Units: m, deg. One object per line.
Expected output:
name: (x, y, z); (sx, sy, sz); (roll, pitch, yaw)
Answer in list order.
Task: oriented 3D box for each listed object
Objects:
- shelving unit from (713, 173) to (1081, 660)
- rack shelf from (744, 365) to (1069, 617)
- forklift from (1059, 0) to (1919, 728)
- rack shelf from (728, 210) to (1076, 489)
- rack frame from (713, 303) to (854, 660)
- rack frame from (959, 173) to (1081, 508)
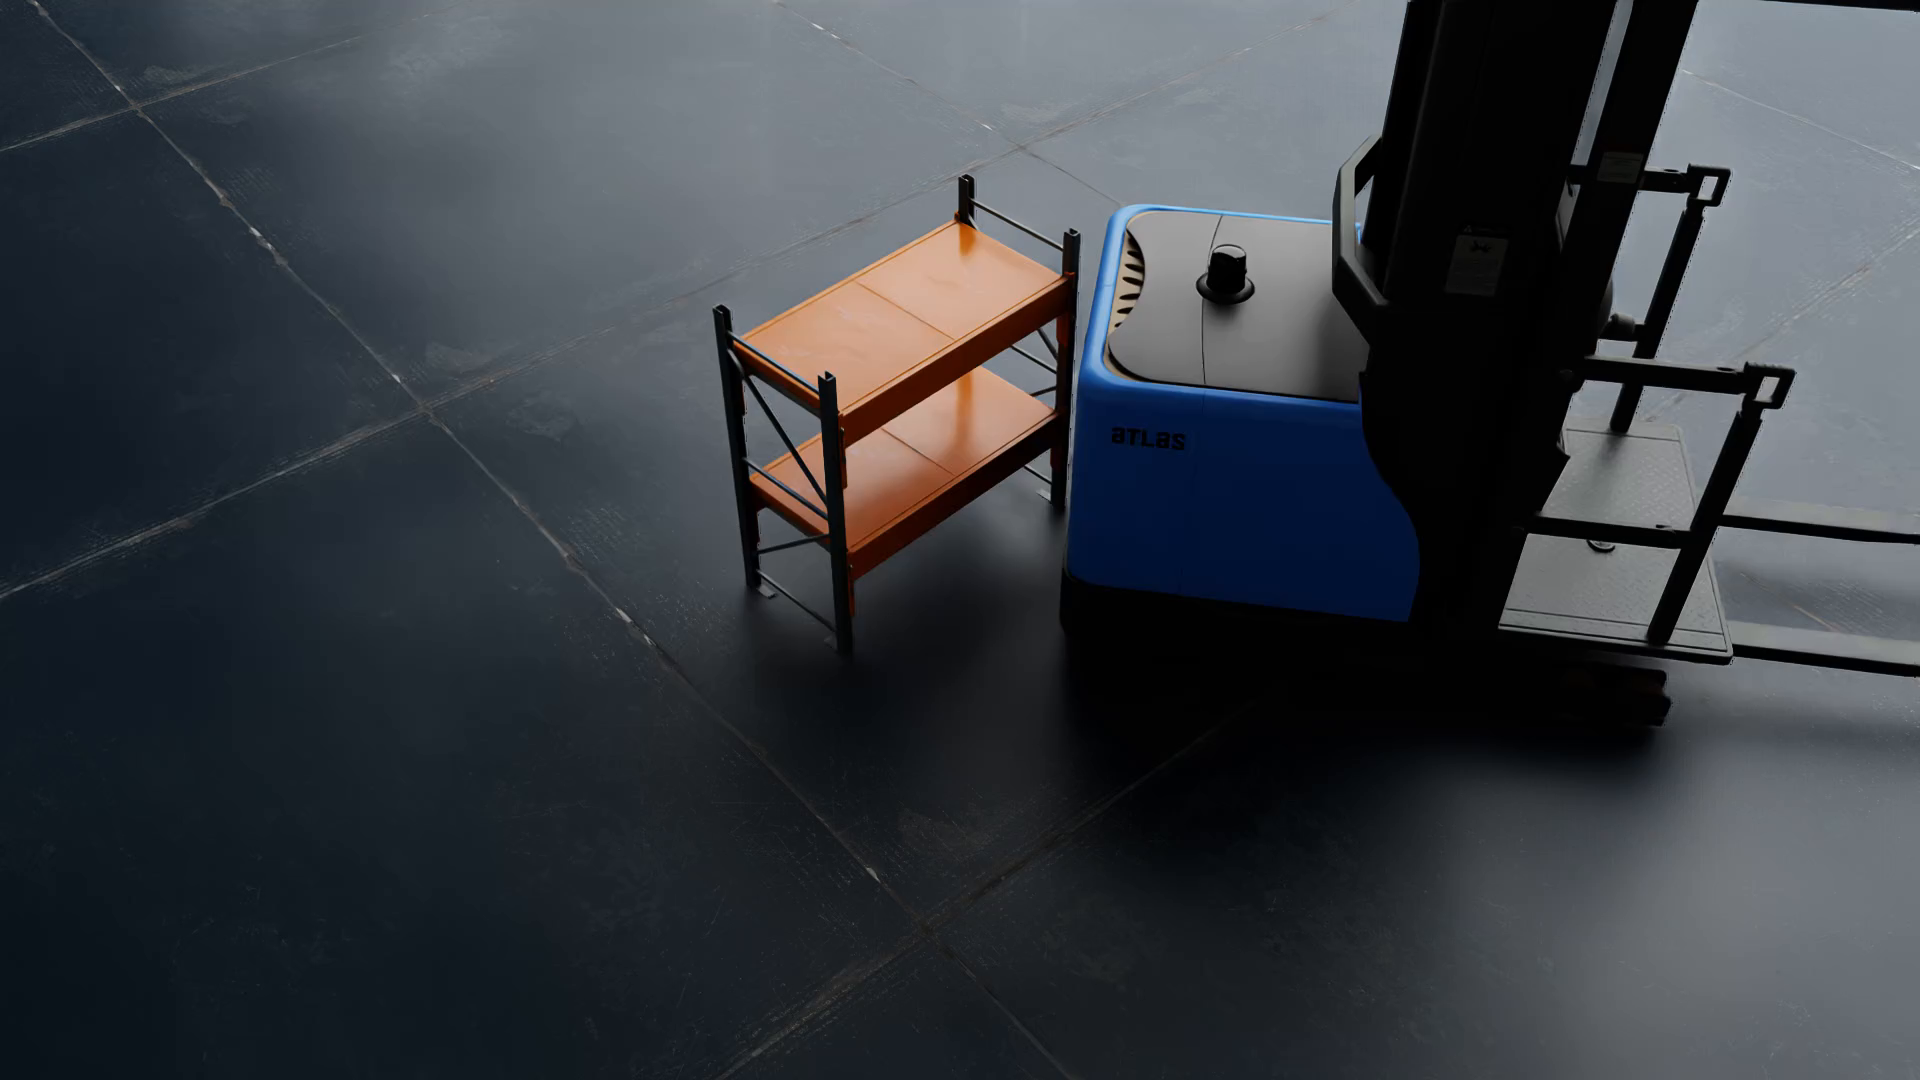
shelving unit: (-0.174, -0.401, 5.355); (0.538, 1.125, 1.048); (34, 53, 31)
rack shelf: (-0.174, -0.223, 5.523); (0.538, 0.278, 1.000); (34, 53, 31)
forklift: (1.887, -0.884, 4.550); (3.031, 2.935, 1.130); (7, 44, 7)
rack shelf: (-0.174, -0.614, 5.155); (0.538, 0.278, 1.000); (34, 53, 31)
rack frame: (-0.530, -0.153, 5.091); (0.500, 1.125, 0.032); (34, 53, 31)
rack frame: (0.183, -0.649, 5.619); (0.500, 1.125, 0.032); (34, 53, 31)
